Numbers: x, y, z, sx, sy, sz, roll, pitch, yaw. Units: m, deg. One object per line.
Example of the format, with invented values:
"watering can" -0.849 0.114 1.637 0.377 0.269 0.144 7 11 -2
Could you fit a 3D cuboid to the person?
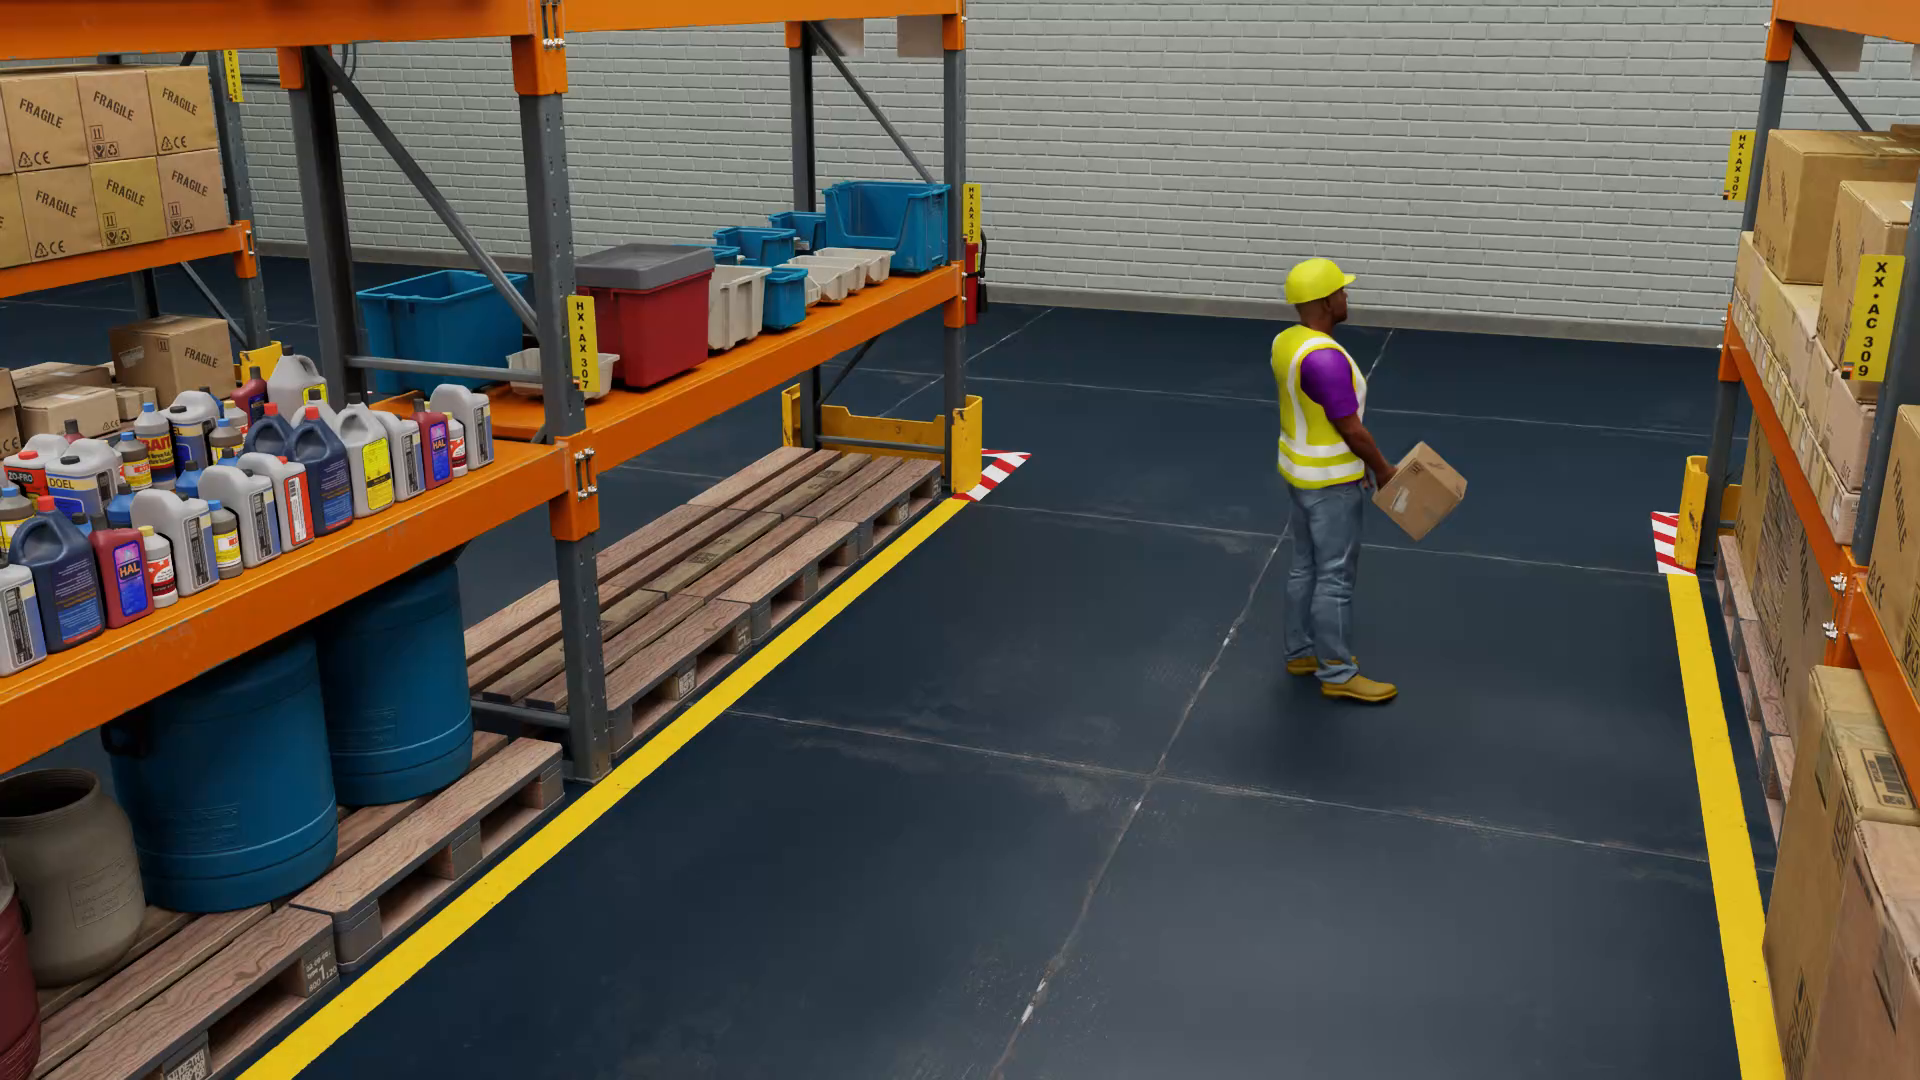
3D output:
"person" 1.522 -0.293 6.778 0.513 1.712 0.534 -2 19 -6
